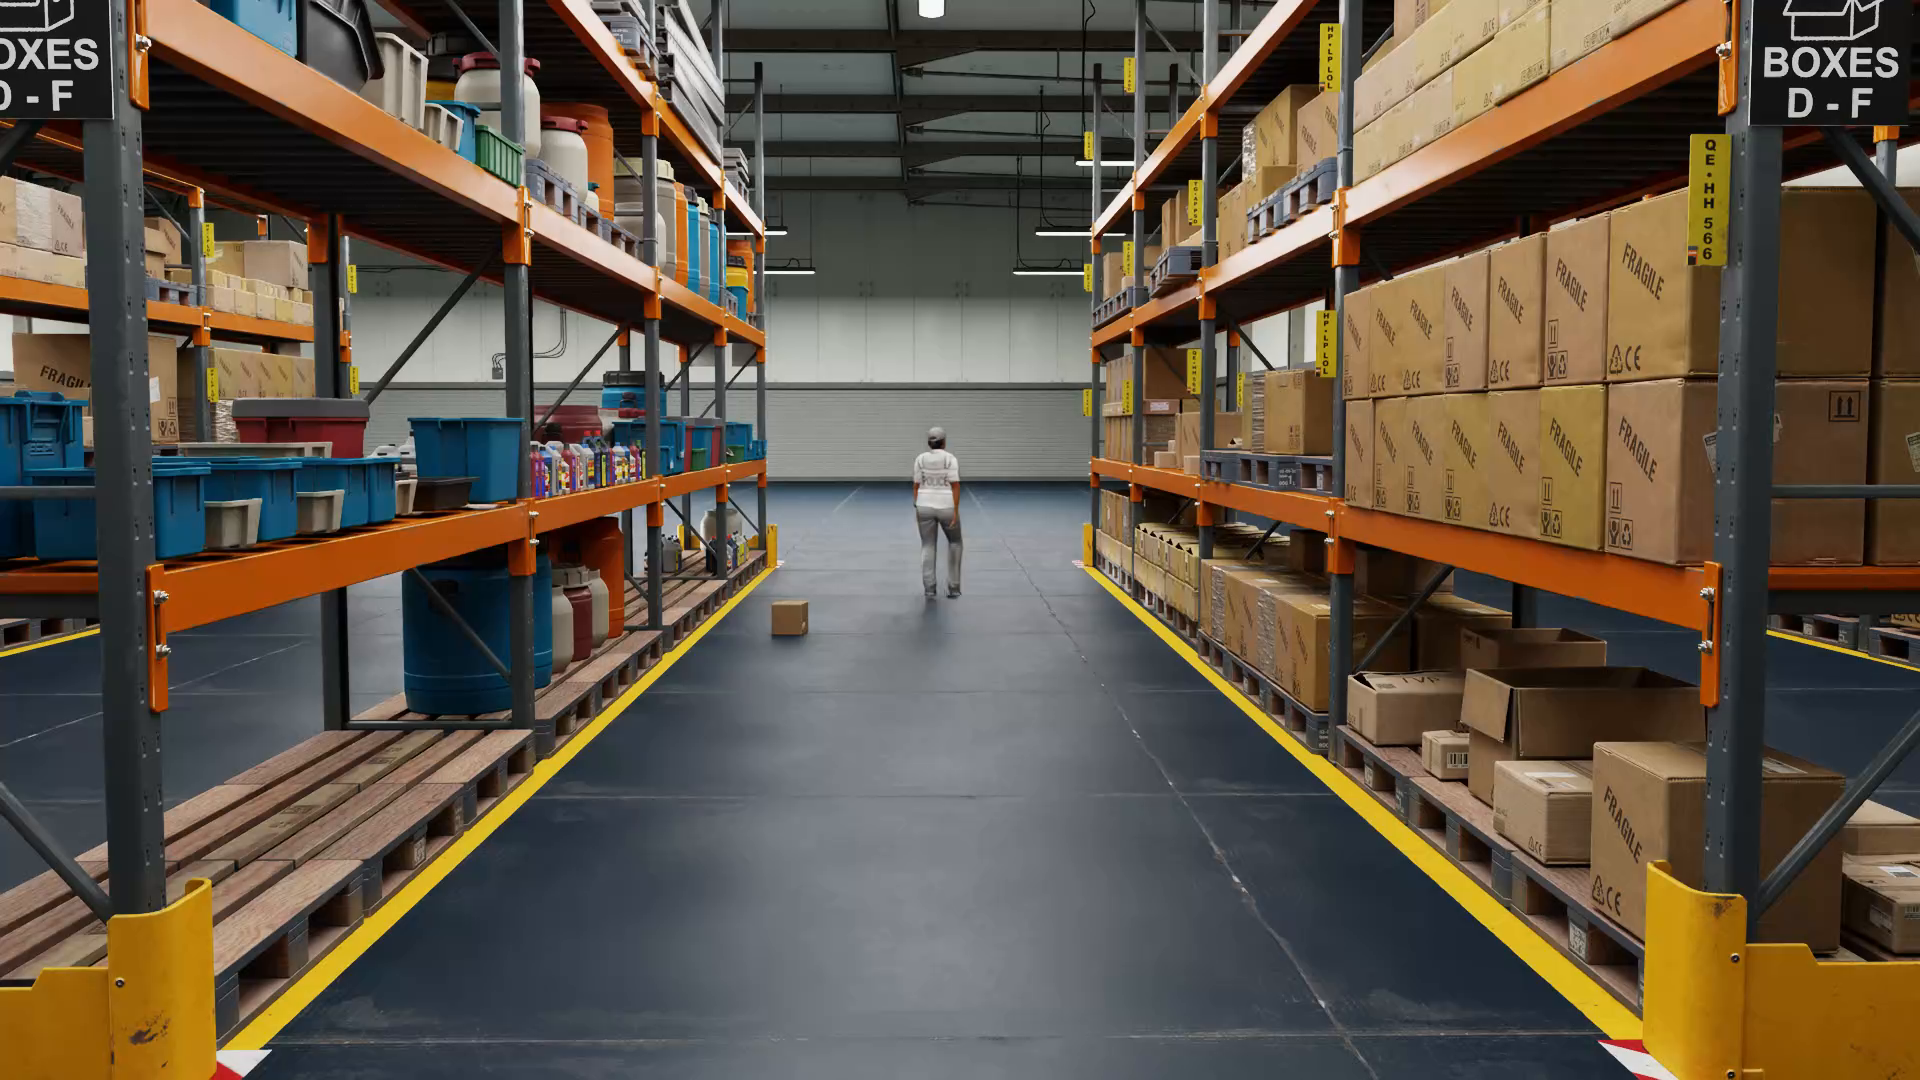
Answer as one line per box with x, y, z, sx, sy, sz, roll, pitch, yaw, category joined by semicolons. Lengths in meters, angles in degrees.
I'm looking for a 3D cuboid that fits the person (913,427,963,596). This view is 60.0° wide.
-0.217;-0.243;16.360;0.482;1.733;0.529;1;4;8;person
